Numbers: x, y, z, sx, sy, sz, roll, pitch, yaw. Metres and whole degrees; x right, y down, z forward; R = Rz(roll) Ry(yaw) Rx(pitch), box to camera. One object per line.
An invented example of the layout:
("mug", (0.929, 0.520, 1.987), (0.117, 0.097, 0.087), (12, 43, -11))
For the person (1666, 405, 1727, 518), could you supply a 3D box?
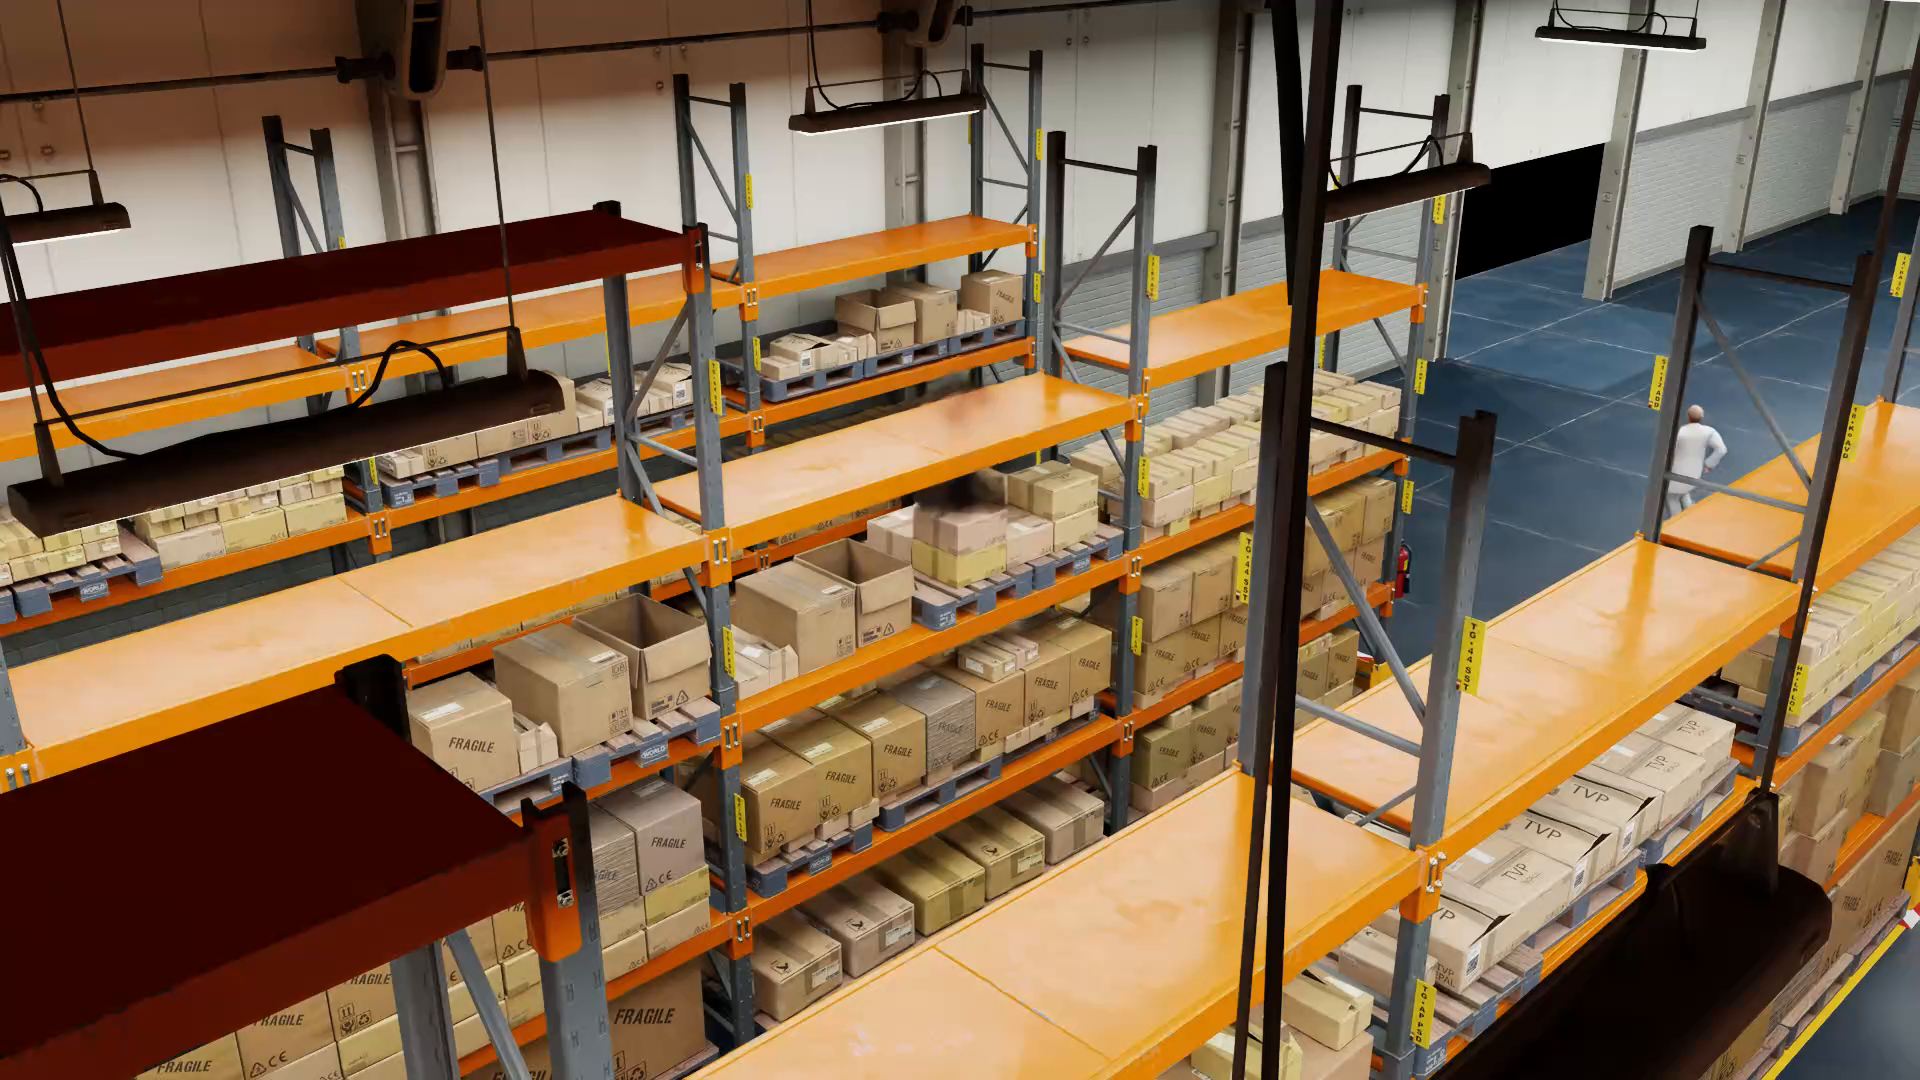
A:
("person", (8.986, -0.856, 20.645), (0.694, 1.727, 0.657), (-1, 22, -3))
